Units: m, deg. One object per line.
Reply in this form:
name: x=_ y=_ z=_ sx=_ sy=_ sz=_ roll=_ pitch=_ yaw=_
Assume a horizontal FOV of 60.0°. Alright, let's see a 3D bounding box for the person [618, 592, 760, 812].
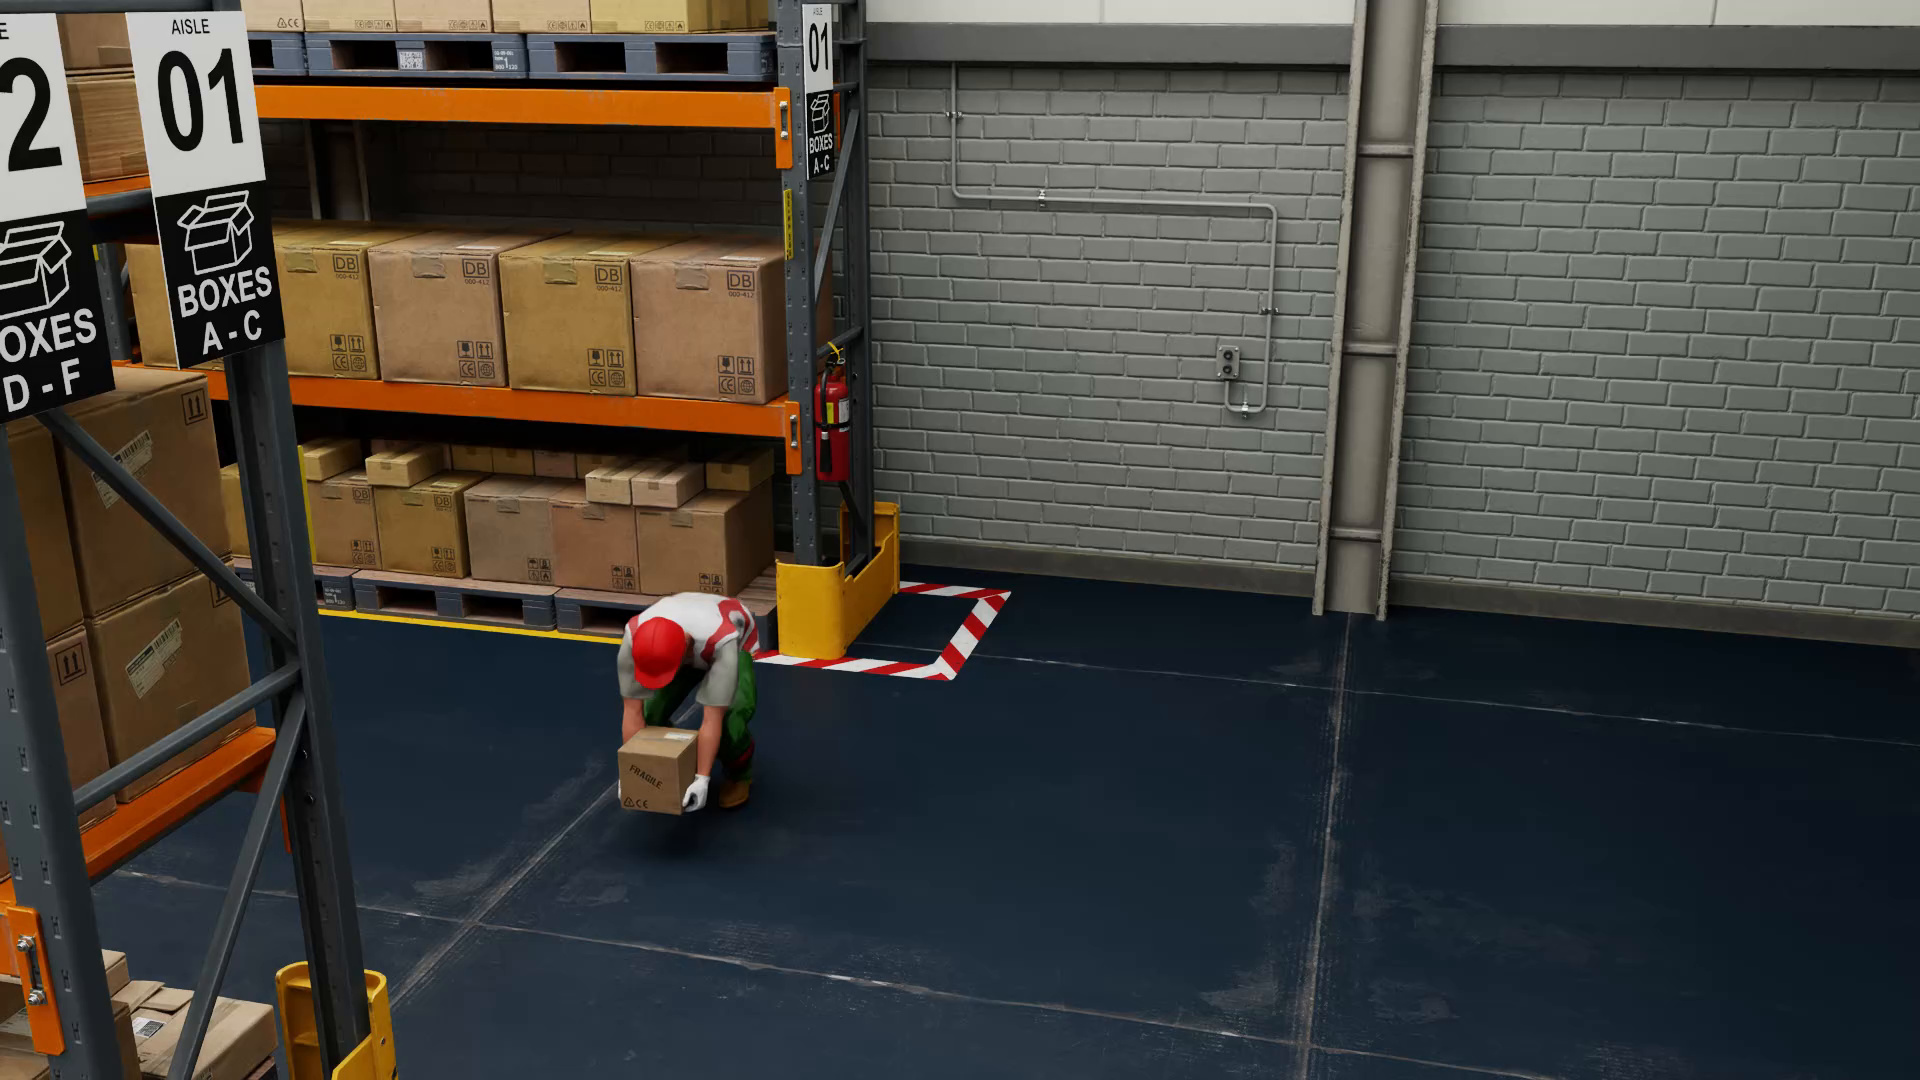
person: x=-1.107 y=0.657 z=6.798 sx=0.533 sy=0.989 sz=0.933 roll=4 pitch=18 yaw=12
